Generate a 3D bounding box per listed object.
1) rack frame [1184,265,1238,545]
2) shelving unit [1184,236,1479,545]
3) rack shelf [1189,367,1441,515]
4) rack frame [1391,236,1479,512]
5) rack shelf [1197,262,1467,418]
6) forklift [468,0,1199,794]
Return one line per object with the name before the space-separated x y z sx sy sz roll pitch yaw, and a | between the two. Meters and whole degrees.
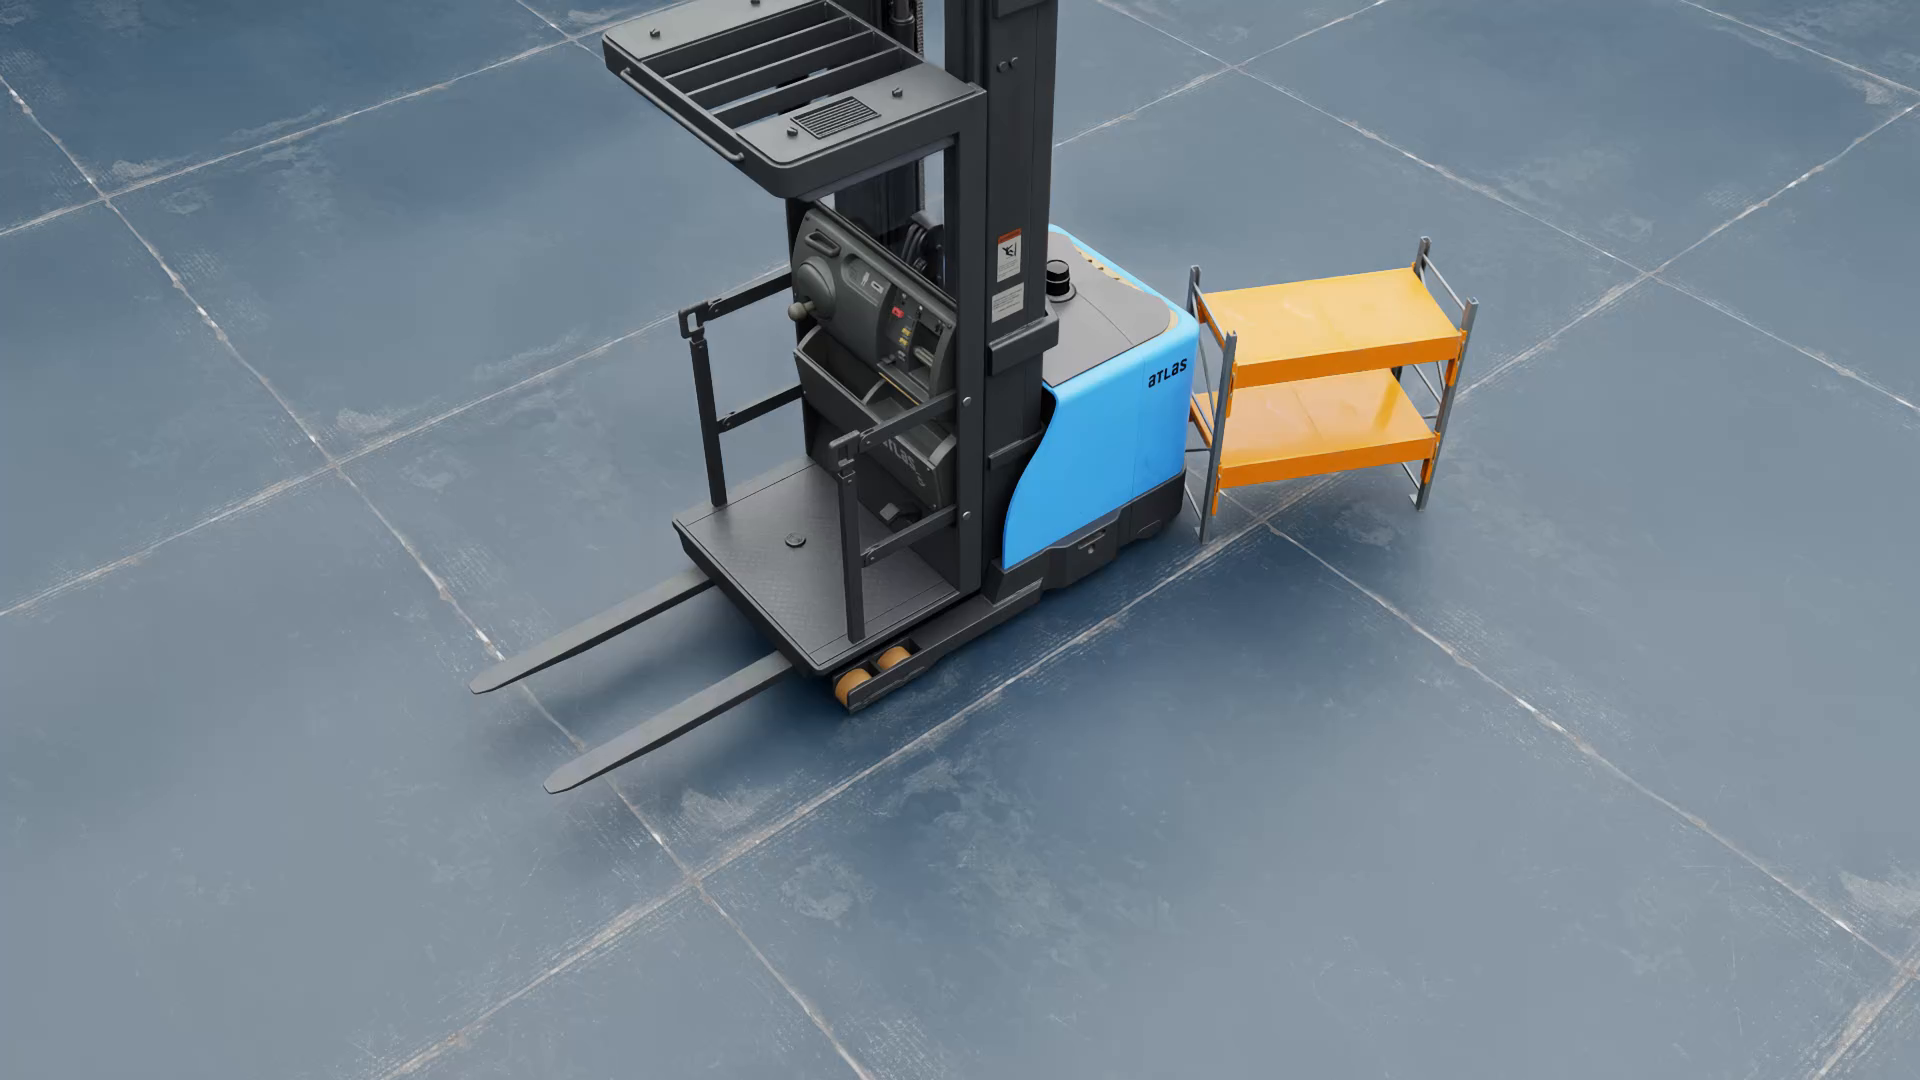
rack frame | 1.021 -0.557 7.075 0.032 1.125 0.500 -8 44 -9
shelving unit | 1.518 -0.631 7.154 1.048 1.125 0.538 -8 44 -9
rack shelf | 1.518 -0.453 7.321 1.000 0.278 0.538 -8 44 -9
rack frame | 2.014 -0.705 7.233 0.032 1.125 0.500 -8 44 -9
rack shelf | 1.518 -0.844 6.953 1.000 0.278 0.538 -8 44 -9
forklift | -0.492 -0.806 6.021 3.031 2.935 1.130 -28 50 -27
